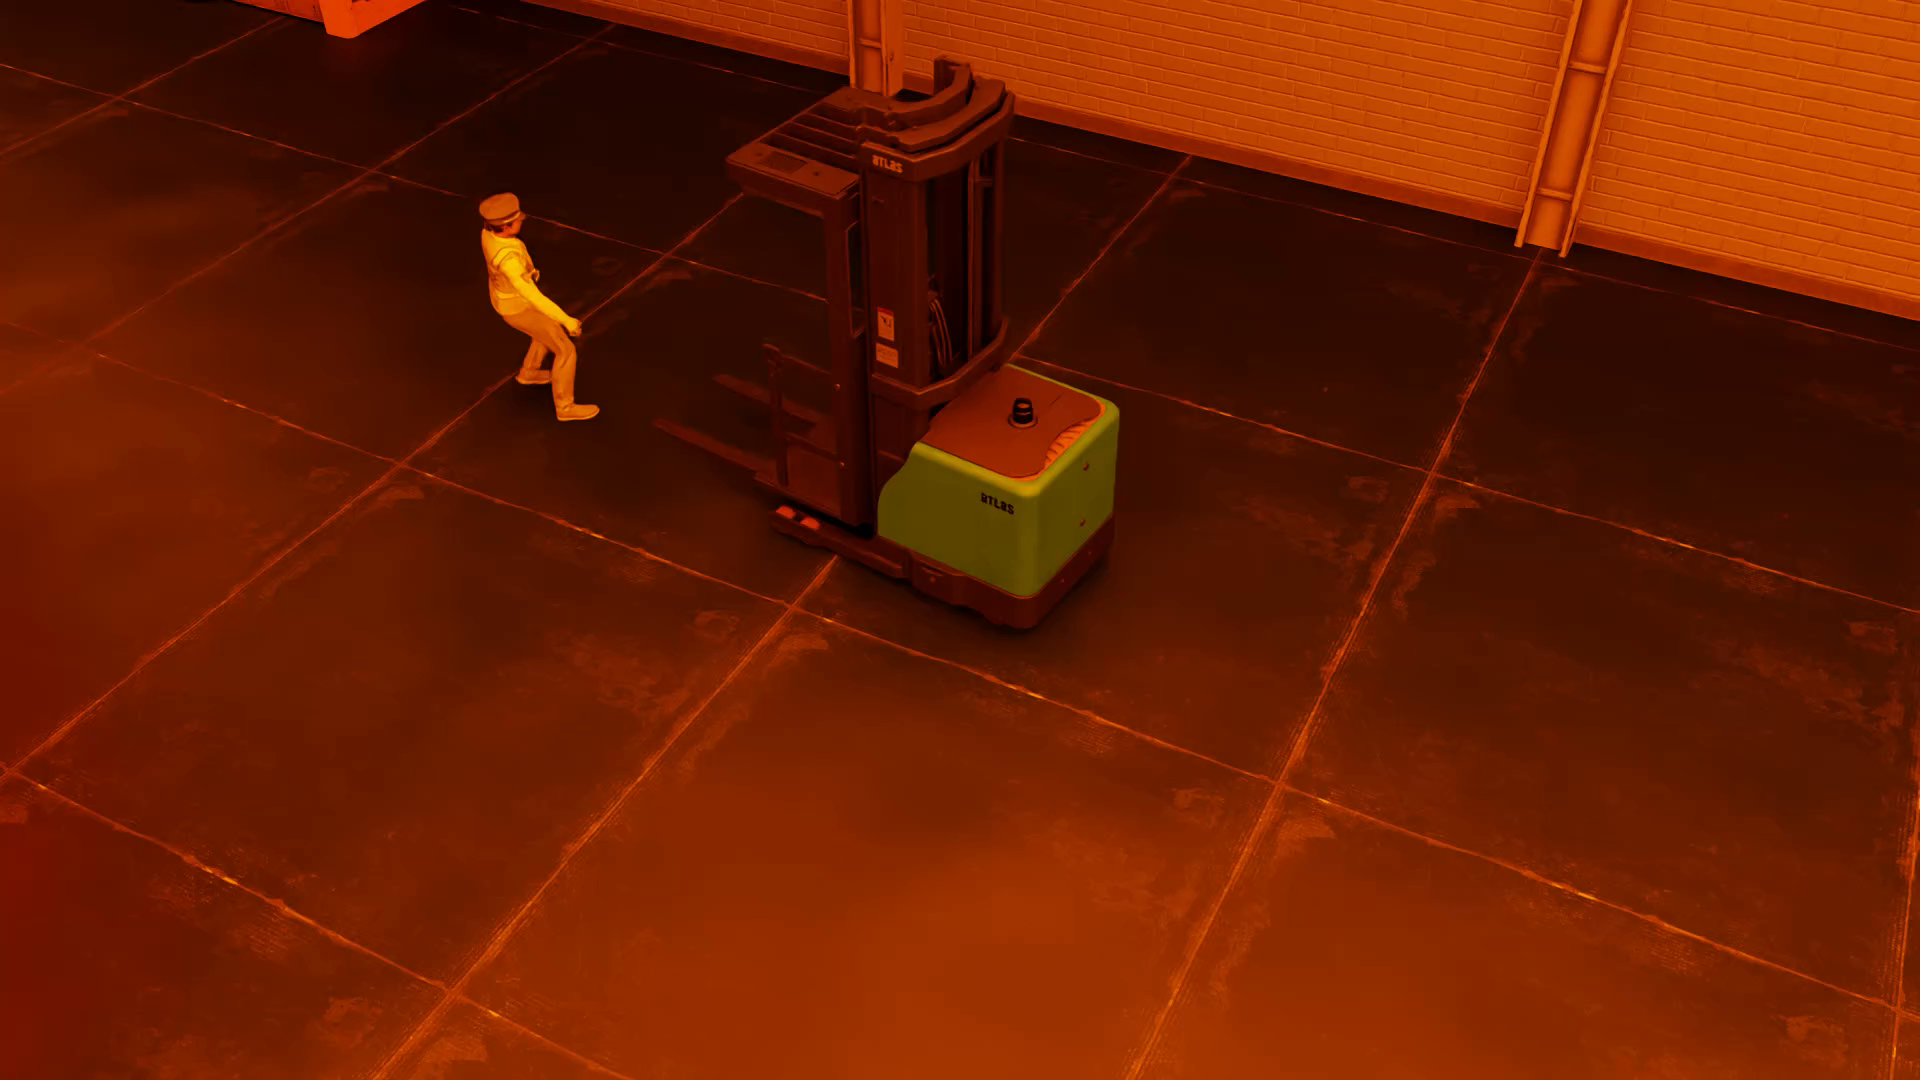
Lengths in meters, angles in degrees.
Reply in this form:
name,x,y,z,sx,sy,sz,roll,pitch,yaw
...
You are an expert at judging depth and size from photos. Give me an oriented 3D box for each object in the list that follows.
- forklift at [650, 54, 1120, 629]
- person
name,x,y,z,sx,sy,sz,roll,pitch,yaw
forklift,-0.576,-1.351,9.590,3.031,2.935,1.130,23,45,25
person,-2.798,-1.560,10.904,0.489,1.546,0.727,-18,43,-20
